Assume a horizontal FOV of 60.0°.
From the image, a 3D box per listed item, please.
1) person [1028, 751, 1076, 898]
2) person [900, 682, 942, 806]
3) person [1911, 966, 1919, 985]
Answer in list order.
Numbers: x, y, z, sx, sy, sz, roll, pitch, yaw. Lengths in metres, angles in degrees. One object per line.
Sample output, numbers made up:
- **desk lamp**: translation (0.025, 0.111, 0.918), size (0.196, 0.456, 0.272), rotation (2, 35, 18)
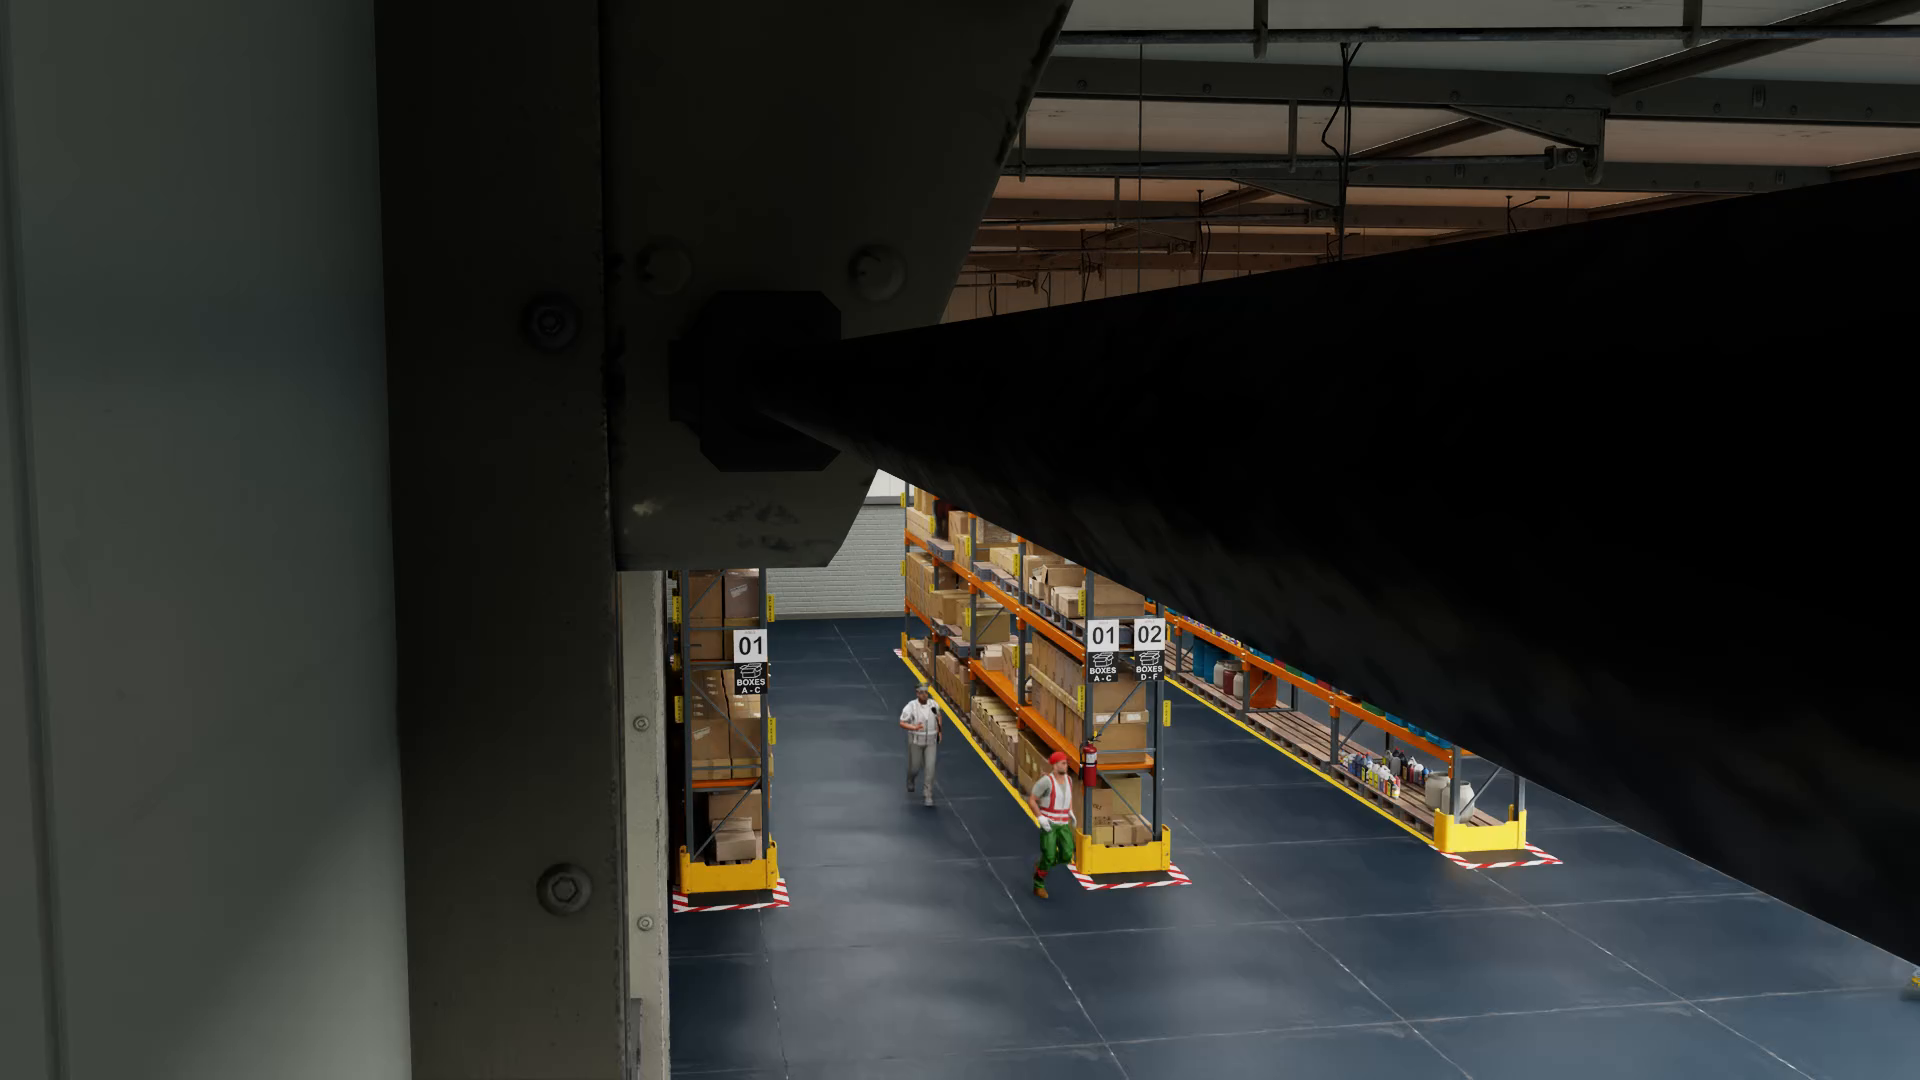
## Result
- **person**: translation (1.144, 3.406, 20.038), size (0.707, 1.724, 0.555), rotation (-4, 7, -35)
- **person**: translation (-0.559, 2.927, 24.266), size (0.678, 1.761, 0.879), rotation (-2, 6, -16)
- **person**: translation (9.978, 3.730, 16.553), size (0.807, 1.823, 0.677), rotation (1, 6, 10)
